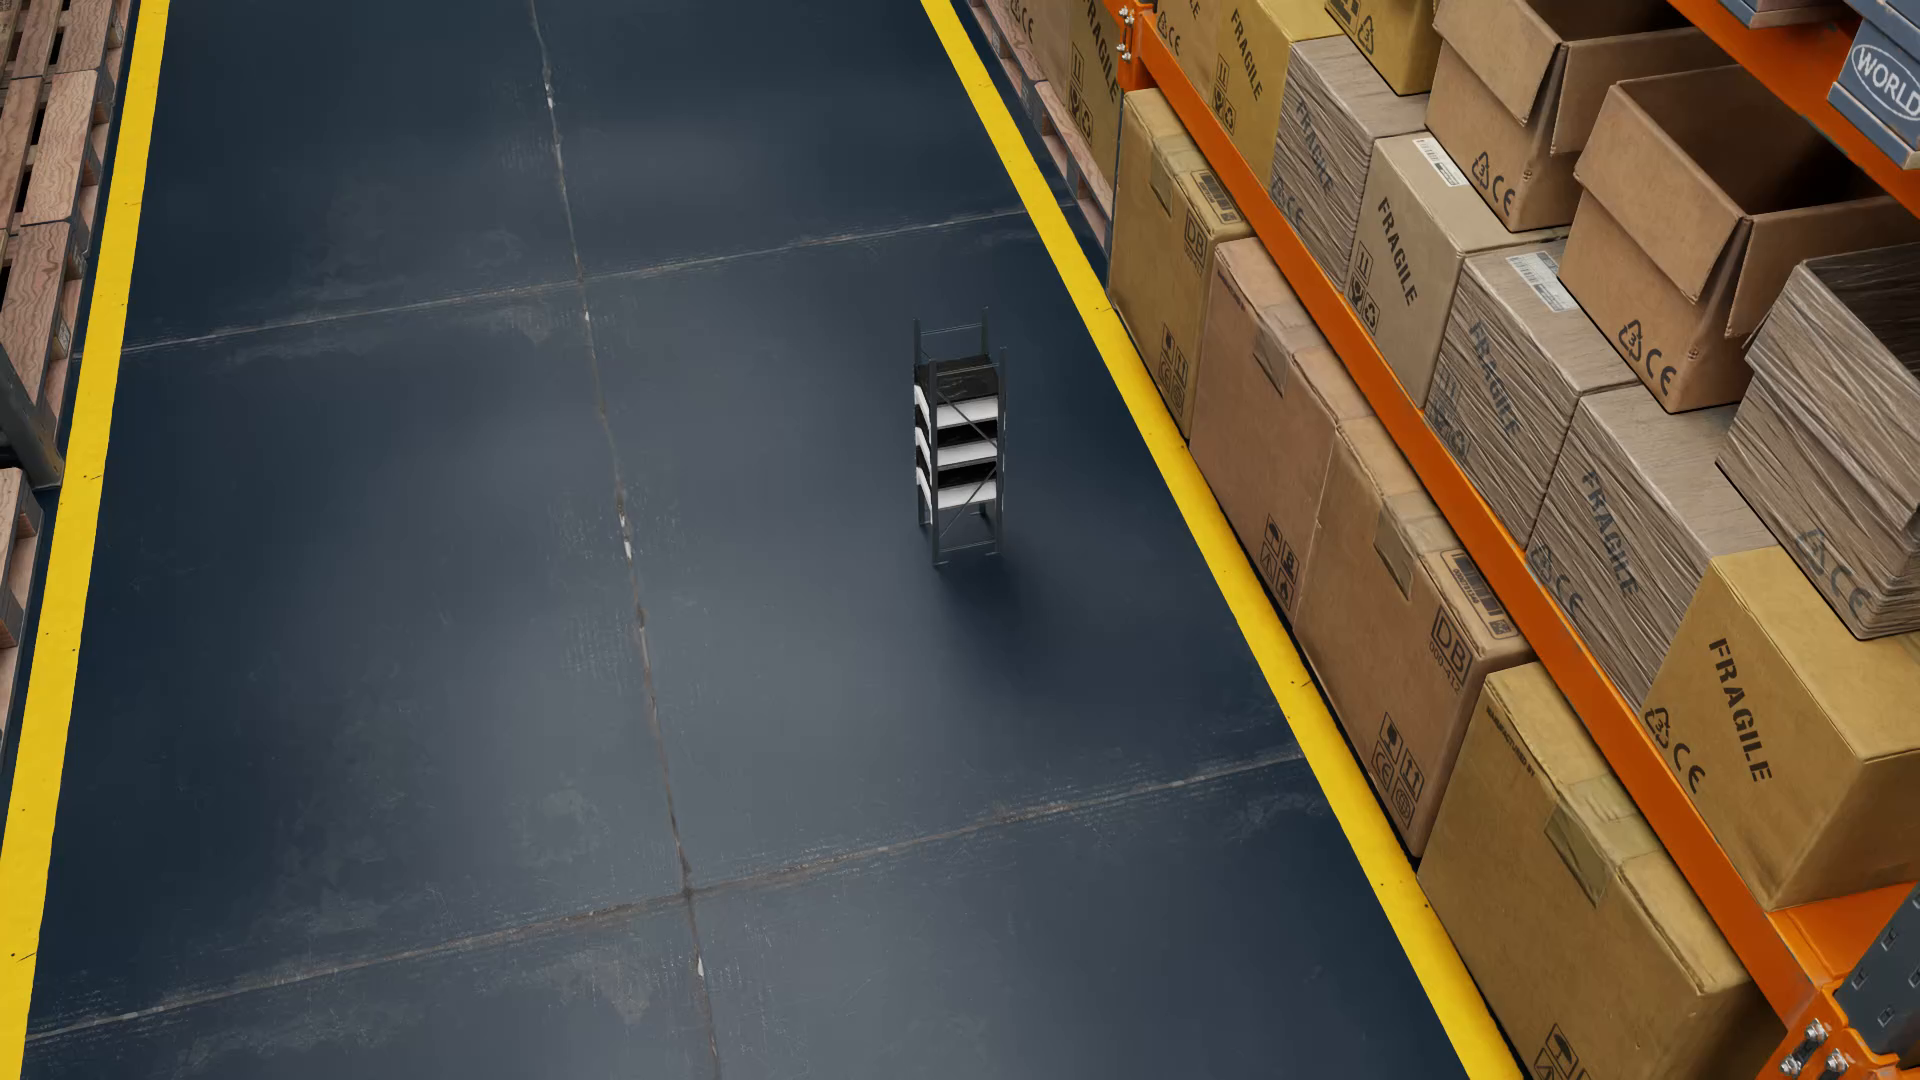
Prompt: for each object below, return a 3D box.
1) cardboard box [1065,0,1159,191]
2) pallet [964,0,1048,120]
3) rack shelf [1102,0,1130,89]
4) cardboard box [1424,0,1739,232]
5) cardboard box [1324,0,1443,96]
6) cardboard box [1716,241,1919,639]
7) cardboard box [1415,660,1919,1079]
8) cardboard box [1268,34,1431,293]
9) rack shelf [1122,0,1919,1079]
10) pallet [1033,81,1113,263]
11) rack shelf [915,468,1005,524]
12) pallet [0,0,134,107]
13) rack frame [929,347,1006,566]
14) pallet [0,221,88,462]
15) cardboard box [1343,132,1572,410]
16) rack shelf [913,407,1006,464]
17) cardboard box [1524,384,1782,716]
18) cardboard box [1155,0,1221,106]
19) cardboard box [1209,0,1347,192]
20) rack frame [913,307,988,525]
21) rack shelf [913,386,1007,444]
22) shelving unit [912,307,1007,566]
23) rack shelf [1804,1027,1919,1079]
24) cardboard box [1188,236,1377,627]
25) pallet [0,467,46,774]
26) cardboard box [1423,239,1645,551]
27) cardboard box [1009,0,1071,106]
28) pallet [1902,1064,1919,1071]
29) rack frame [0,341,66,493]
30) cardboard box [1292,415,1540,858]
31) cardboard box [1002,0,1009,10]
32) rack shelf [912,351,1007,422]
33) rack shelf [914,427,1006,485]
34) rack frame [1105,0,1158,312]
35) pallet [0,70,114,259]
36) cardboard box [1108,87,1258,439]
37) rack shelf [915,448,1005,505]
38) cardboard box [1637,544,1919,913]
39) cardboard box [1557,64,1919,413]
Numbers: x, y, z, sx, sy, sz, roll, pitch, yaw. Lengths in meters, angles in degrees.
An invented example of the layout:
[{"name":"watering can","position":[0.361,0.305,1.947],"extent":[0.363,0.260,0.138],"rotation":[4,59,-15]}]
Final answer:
[{"name":"cardboard box","position":[0.993,-1.968,6.772],"extent":[0.875,0.875,0.875],"rotation":[-11,47,-10]},{"name":"pallet","position":[0.650,-2.501,8.053],"extent":[1.003,0.211,1.213],"rotation":[-11,47,-10]},{"name":"rack shelf","position":[0.573,-3.223,7.312],"extent":[1.077,0.370,4.000],"rotation":[-11,47,-10]},{"name":"cardboard box","position":[1.595,-1.139,3.993],"extent":[0.797,0.503,0.637],"rotation":[-9,46,-9]},{"name":"cardboard box","position":[1.421,-1.565,4.411],"extent":[0.797,0.503,0.637],"rotation":[-10,46,-10]},{"name":"cardboard box","position":[1.938,-0.226,3.099],"extent":[0.797,0.503,0.637],"rotation":[-9,46,-9]},{"name":"cardboard box","position":[1.953,0.784,4.075],"extent":[1.225,0.875,0.875],"rotation":[-13,47,-12]},{"name":"cardboard box","position":[1.218,-1.073,4.632],"extent":[0.500,0.500,0.500],"rotation":[-12,47,-11]},{"name":"rack shelf","position":[1.597,-0.461,4.606],"extent":[1.077,0.370,4.000],"rotation":[-11,47,-10]},{"name":"pallet","position":[0.966,-1.657,7.226],"extent":[1.003,0.211,1.213],"rotation":[-11,47,-10]},{"name":"rack shelf","position":[-0.002,-0.171,5.586],"extent":[0.258,0.077,0.200],"rotation":[-11,47,-10]},{"name":"pallet","position":[-4.553,-2.398,7.952],"extent":[1.003,0.211,1.213],"rotation":[-11,47,-10]},{"name":"rack frame","position":[0.024,-0.250,5.365],"extent":[0.240,0.900,0.006],"rotation":[-11,47,-10]},{"name":"pallet","position":[-3.929,-0.713,6.301],"extent":[1.003,0.211,1.213],"rotation":[-11,47,-10]},{"name":"cardboard box","position":[1.356,-0.717,4.283],"extent":[0.500,0.500,0.500],"rotation":[-10,46,-10]},{"name":"rack shelf","position":[-0.002,-0.360,5.394],"extent":[0.258,0.077,0.200],"rotation":[-11,47,-10]},{"name":"cardboard box","position":[1.621,-0.008,3.588],"extent":[0.500,0.500,0.500],"rotation":[-11,47,-11]},{"name":"cardboard box","position":[0.961,-1.766,5.310],"extent":[0.500,0.500,0.500],"rotation":[-11,47,-10]},{"name":"cardboard box","position":[1.091,-1.419,4.970],"extent":[0.500,0.500,0.500],"rotation":[-11,47,-10]},{"name":"rack frame","position":[-0.028,-0.391,5.503],"extent":[0.240,0.900,0.006],"rotation":[-11,47,-10]},{"name":"rack shelf","position":[-0.002,-0.423,5.329],"extent":[0.258,0.077,0.200],"rotation":[-11,47,-10]},{"name":"shelving unit","position":[-0.002,-0.321,5.434],"extent":[0.258,0.900,0.210],"rotation":[-11,47,-10]},{"name":"rack shelf","position":[2.621,2.300,1.899],"extent":[1.077,0.370,4.000],"rotation":[-11,47,-10]},{"name":"cardboard box","position":[1.498,-0.442,5.277],"extent":[1.225,0.875,0.875],"rotation":[-12,47,-12]},{"name":"pallet","position":[-3.546,0.328,5.281],"extent":[1.003,0.211,1.213],"rotation":[-11,47,-10]},{"name":"cardboard box","position":[1.485,-0.366,3.939],"extent":[0.500,0.500,0.500],"rotation":[-12,47,-12]},{"name":"cardboard box","position":[0.763,-2.589,7.381],"extent":[0.875,0.875,0.875],"rotation":[-11,47,-10]},{"name":"pallet","position":[1.980,1.085,4.538],"extent":[1.003,0.211,1.213],"rotation":[-11,47,-10]},{"name":"rack frame","position":[-3.703,-1.188,4.815],"extent":[1.000,3.000,0.127],"rotation":[-11,47,-10]},{"name":"cardboard box","position":[1.732,0.167,4.680],"extent":[1.225,0.875,0.875],"rotation":[-11,47,-10]},{"name":"cardboard box","position":[0.535,-3.204,7.983],"extent":[0.875,0.875,0.875],"rotation":[-11,47,-10]},{"name":"rack shelf","position":[-0.002,-0.486,5.265],"extent":[0.258,0.077,0.200],"rotation":[-11,47,-10]},{"name":"rack shelf","position":[-0.002,-0.297,5.458],"extent":[0.258,0.077,0.200],"rotation":[-11,47,-10]},{"name":"rack frame","position":[1.085,-2.094,5.702],"extent":[1.000,3.000,0.127],"rotation":[-11,47,-10]},{"name":"pallet","position":[-4.244,-1.557,7.128],"extent":[1.003,0.211,1.213],"rotation":[-11,47,-10]},{"name":"cardboard box","position":[1.268,-1.059,5.881],"extent":[1.225,0.875,0.875],"rotation":[-11,47,-10]},{"name":"rack shelf","position":[-0.002,-0.234,5.522],"extent":[0.258,0.077,0.200],"rotation":[-11,47,-10]},{"name":"cardboard box","position":[1.743,0.337,3.249],"extent":[0.500,0.500,0.500],"rotation":[-9,46,-9]},{"name":"cardboard box","position":[1.773,-0.677,3.541],"extent":[0.797,0.503,0.637],"rotation":[-10,46,-9]}]
